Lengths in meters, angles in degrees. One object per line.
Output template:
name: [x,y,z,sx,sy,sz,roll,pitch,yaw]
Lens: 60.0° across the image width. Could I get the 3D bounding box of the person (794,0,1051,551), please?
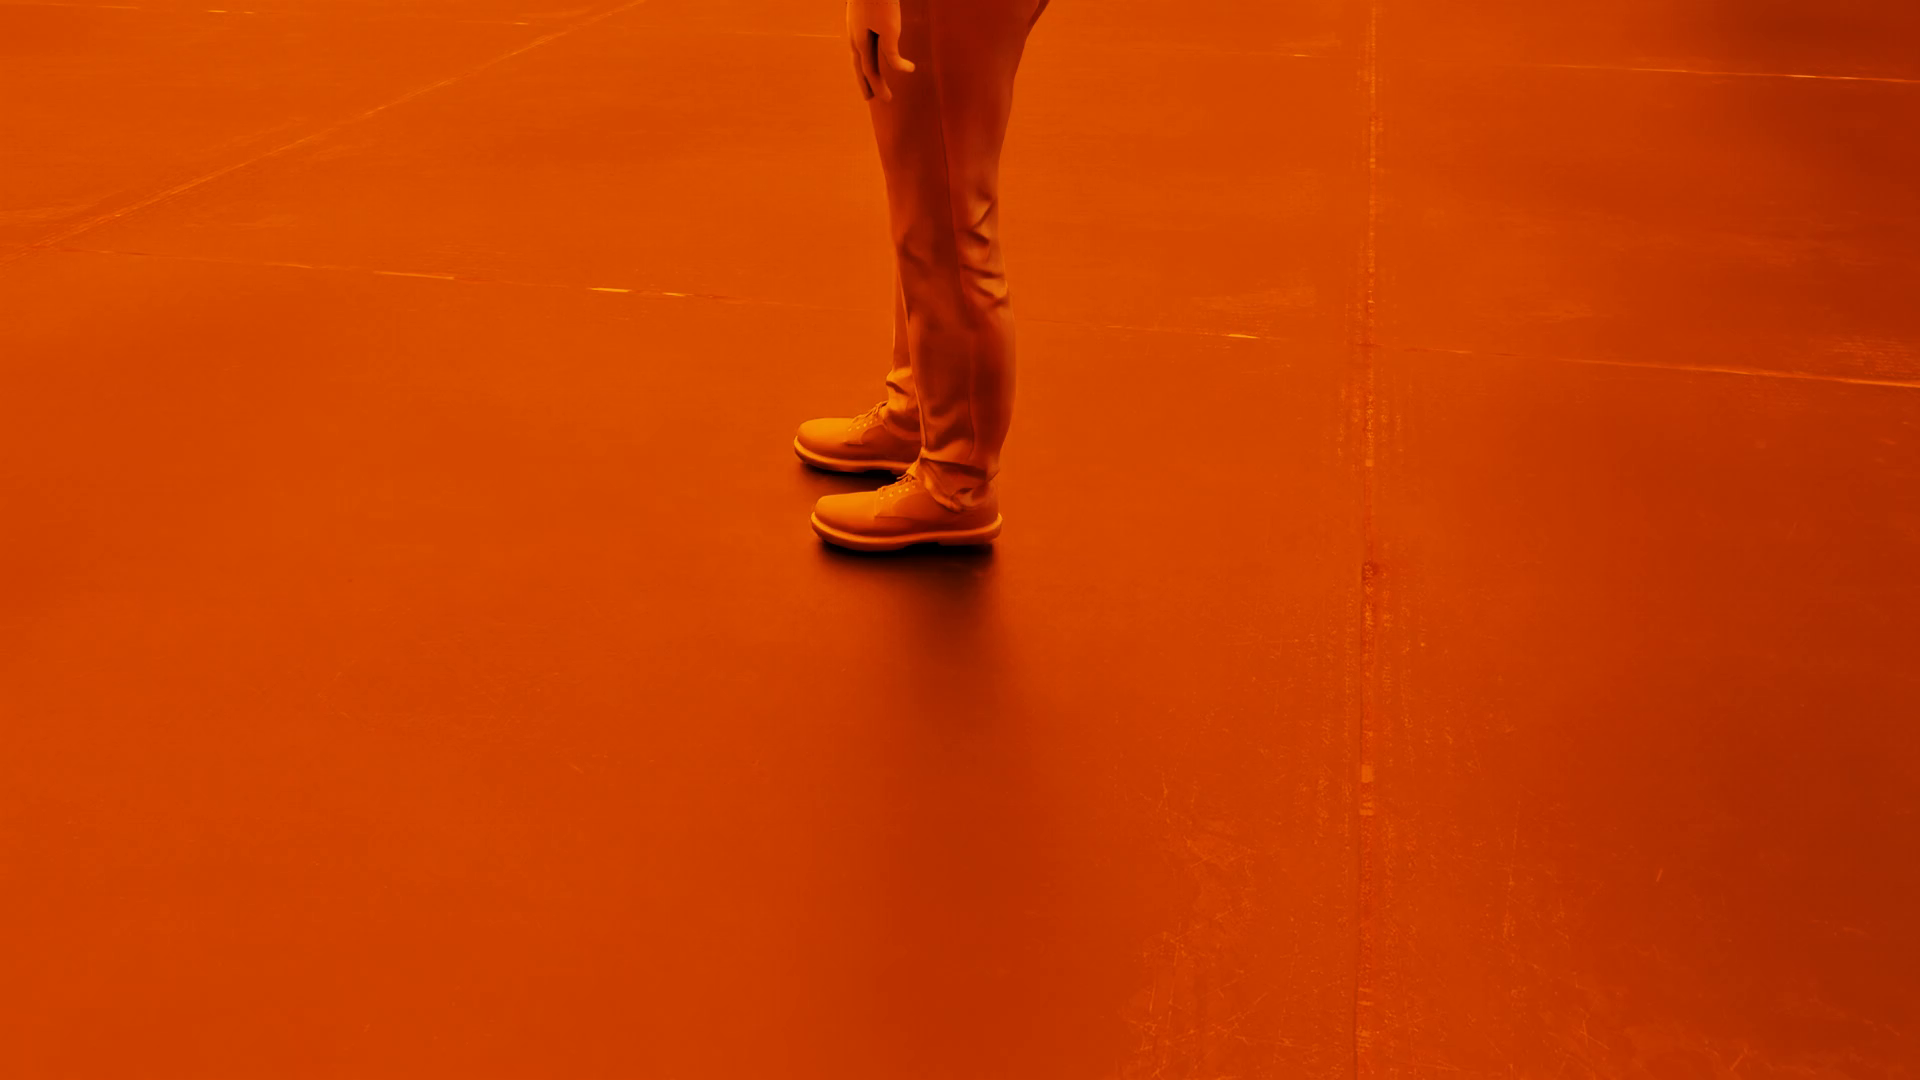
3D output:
person: [-0.065,-0.773,2.134,0.532,1.694,0.586,6,27,11]
